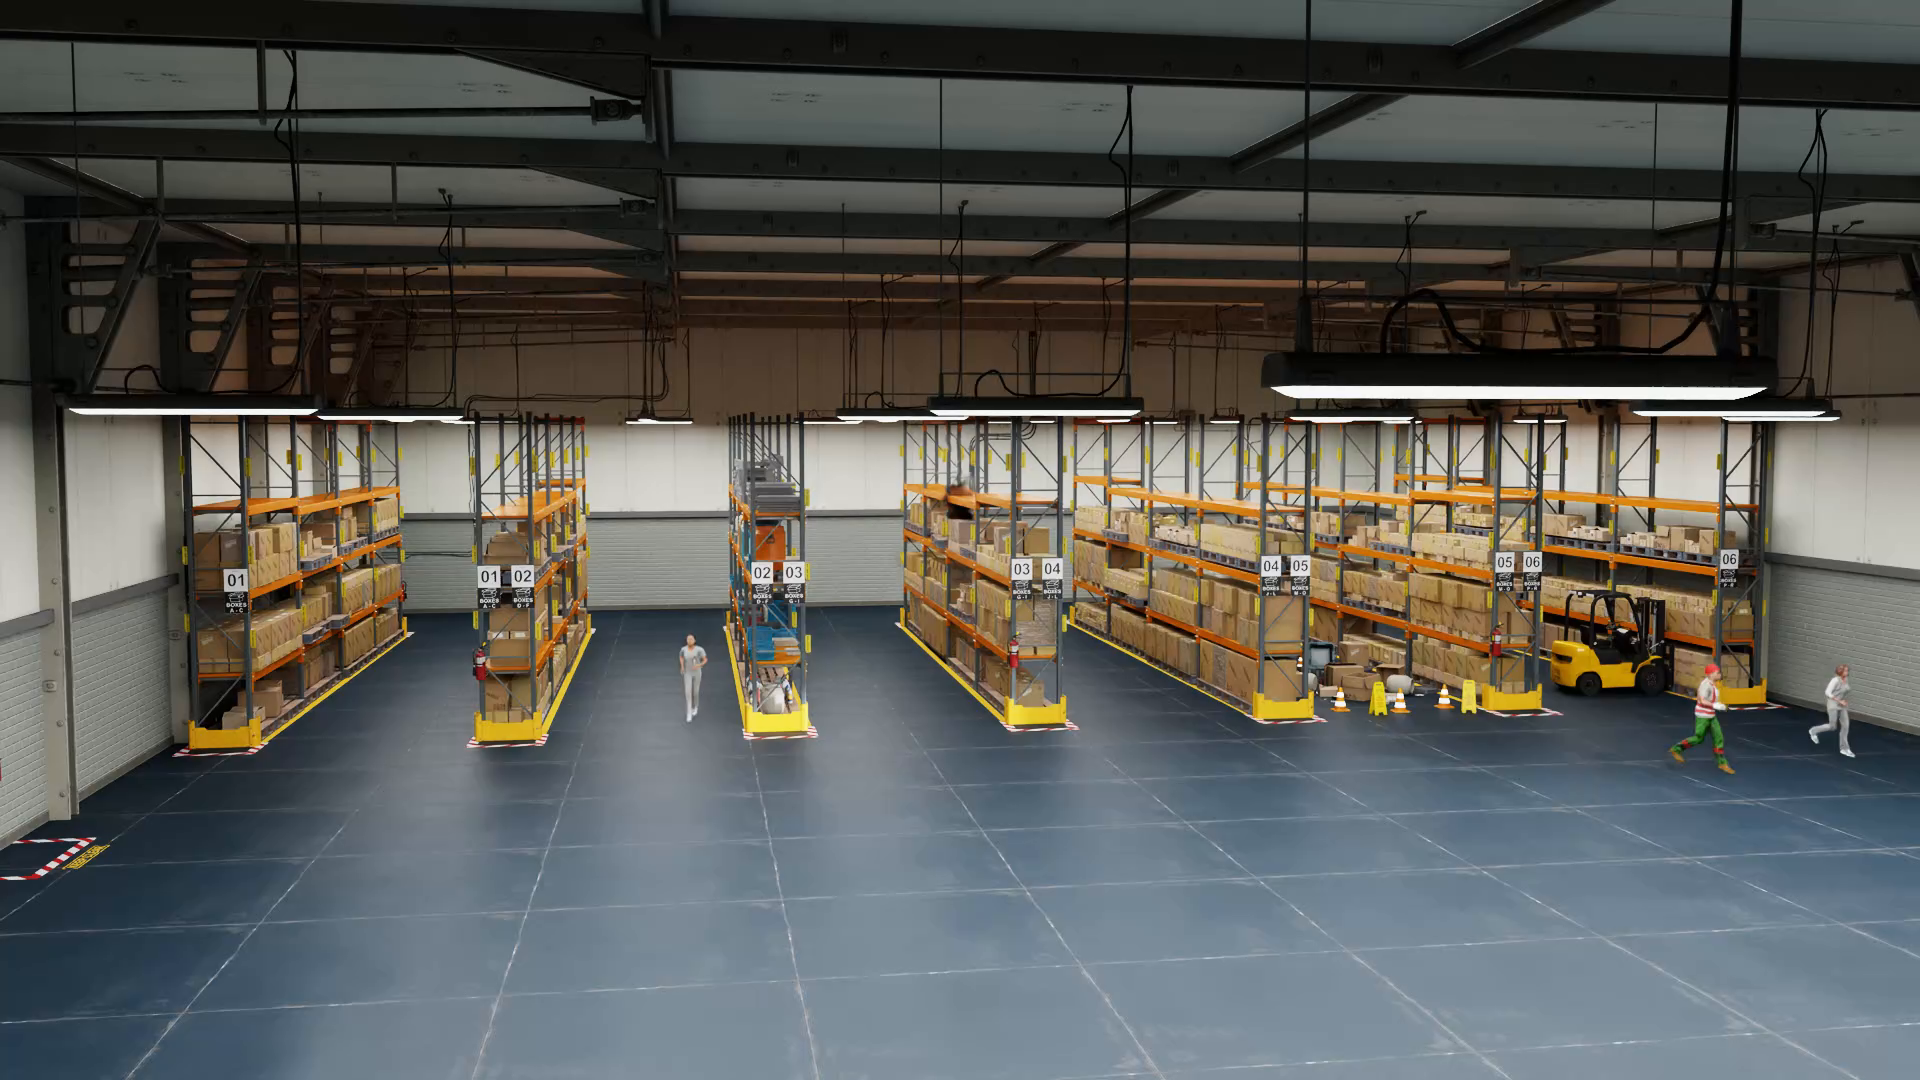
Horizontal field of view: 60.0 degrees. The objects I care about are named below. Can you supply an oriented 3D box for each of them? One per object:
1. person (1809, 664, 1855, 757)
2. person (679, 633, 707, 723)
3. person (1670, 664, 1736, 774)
[{"bbox_3d":[15.349,2.956,29.174,0.566,1.588,0.868,-2,4,-30],"label":"person"},{"bbox_3d":[-5.225,2.669,32.592,0.557,1.712,0.821,0,4,-4],"label":"person"},{"bbox_3d":[12.381,2.947,27.655,1.052,1.778,0.686,3,5,37],"label":"person"}]
